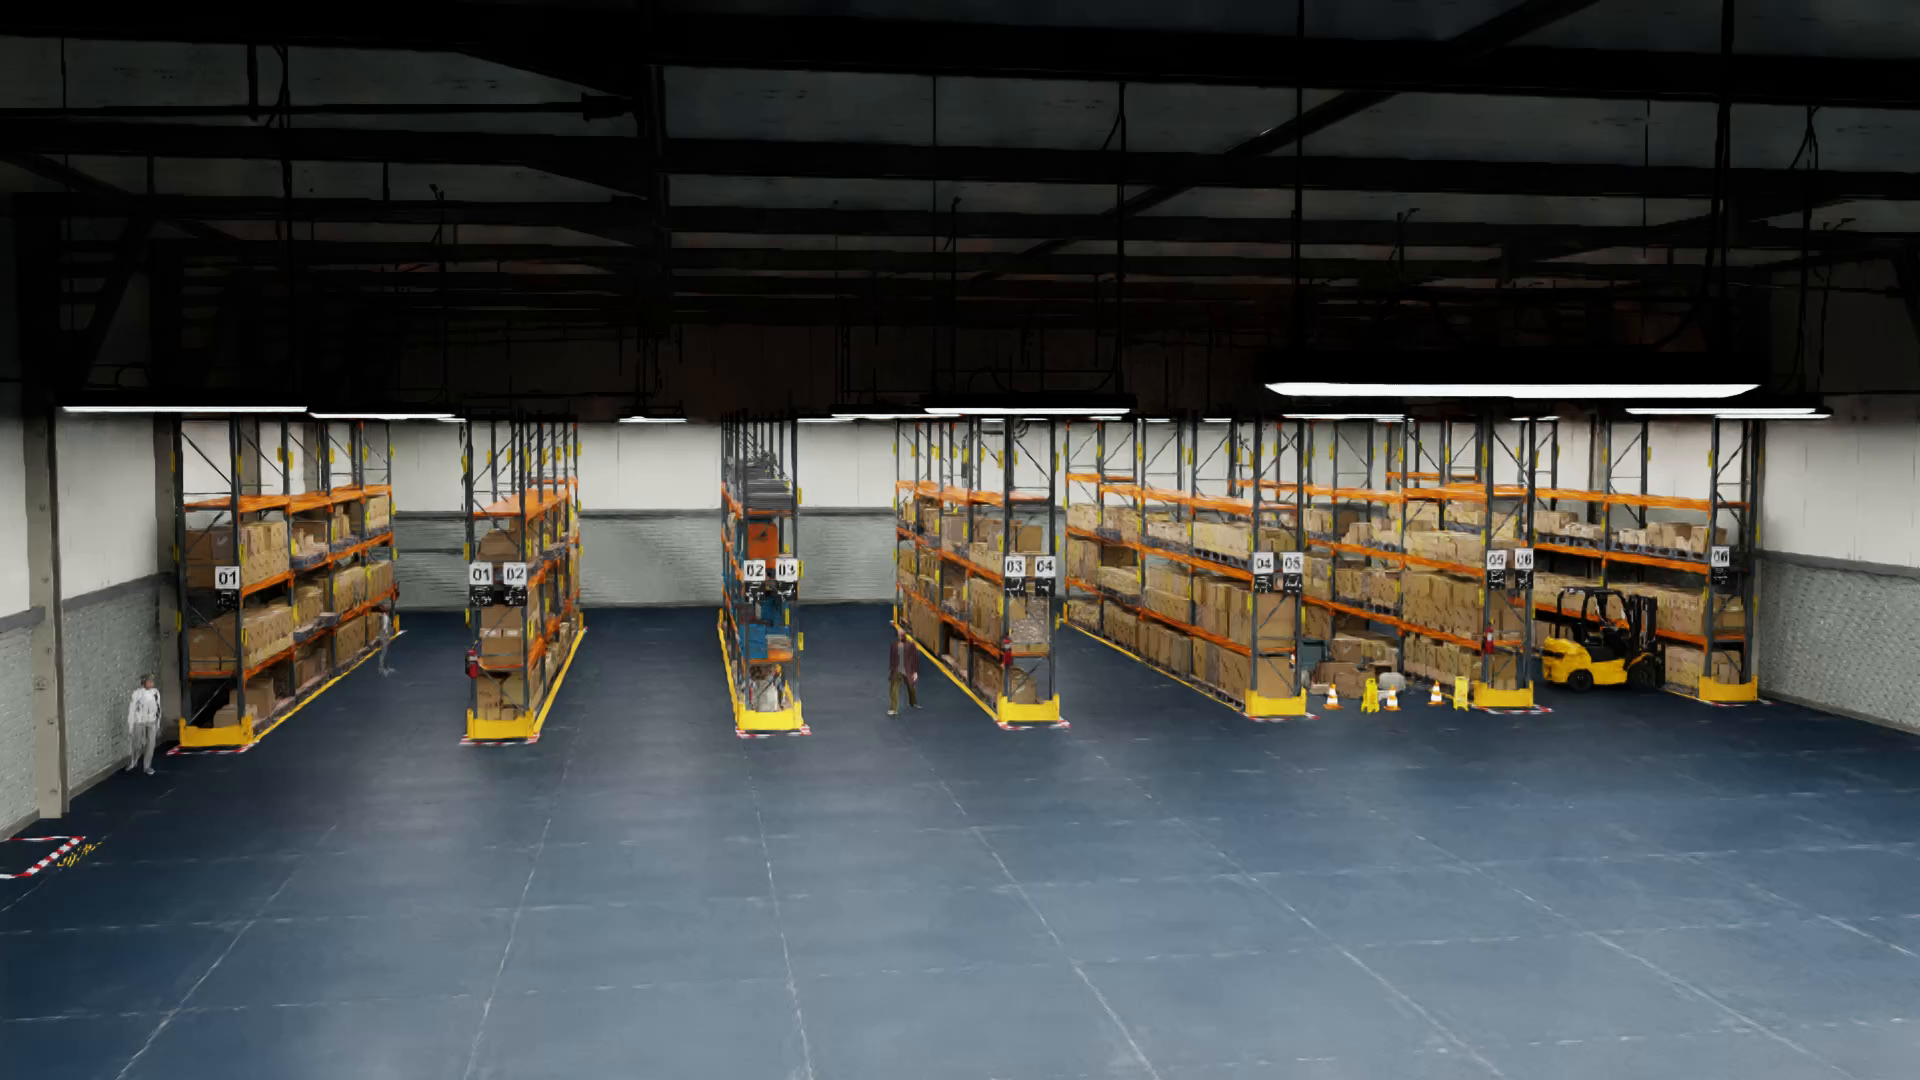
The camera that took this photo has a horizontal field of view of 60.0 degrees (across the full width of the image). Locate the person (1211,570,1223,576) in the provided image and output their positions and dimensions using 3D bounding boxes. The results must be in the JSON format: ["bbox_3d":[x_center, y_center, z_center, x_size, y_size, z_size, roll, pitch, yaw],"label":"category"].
[{"bbox_3d":[8.072,1.275,51.987,0.505,1.661,0.568,3,5,38],"label":"person"}]

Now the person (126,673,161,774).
[{"bbox_3d":[-13.394,2.994,27.276,0.507,1.662,0.531,4,6,45],"label":"person"}]

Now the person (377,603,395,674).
[{"bbox_3d":[-13.174,2.247,38.162,0.423,1.599,0.491,-3,5,-32],"label":"person"}]

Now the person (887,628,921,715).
[{"bbox_3d":[-1.110,2.573,32.860,0.634,1.722,1.045,1,4,10],"label":"person"}]
